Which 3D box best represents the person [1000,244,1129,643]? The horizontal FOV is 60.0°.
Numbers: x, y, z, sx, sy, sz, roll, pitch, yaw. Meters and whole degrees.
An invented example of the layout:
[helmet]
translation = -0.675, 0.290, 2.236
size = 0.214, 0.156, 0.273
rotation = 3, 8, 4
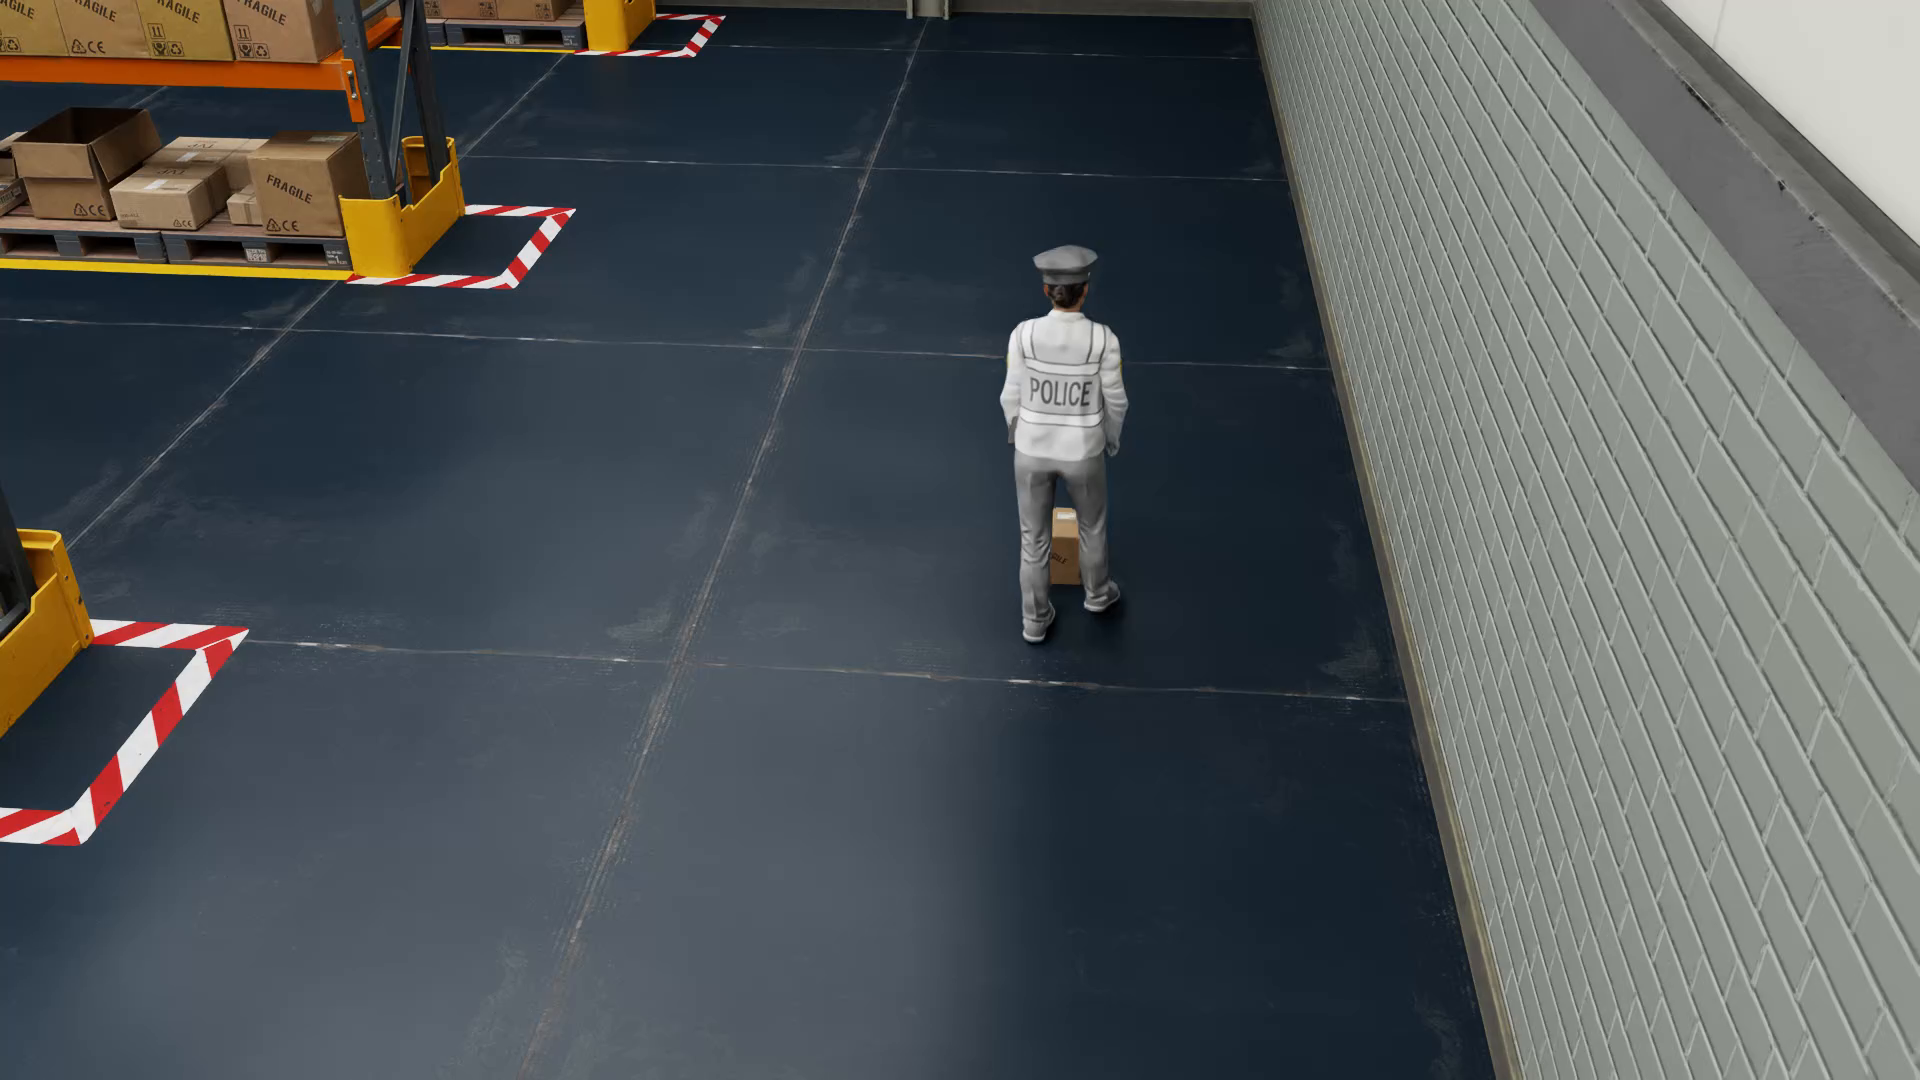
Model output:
[person]
translation = 0.424, -0.378, 6.721
size = 0.521, 1.679, 0.514
rotation = 3, 32, 5
